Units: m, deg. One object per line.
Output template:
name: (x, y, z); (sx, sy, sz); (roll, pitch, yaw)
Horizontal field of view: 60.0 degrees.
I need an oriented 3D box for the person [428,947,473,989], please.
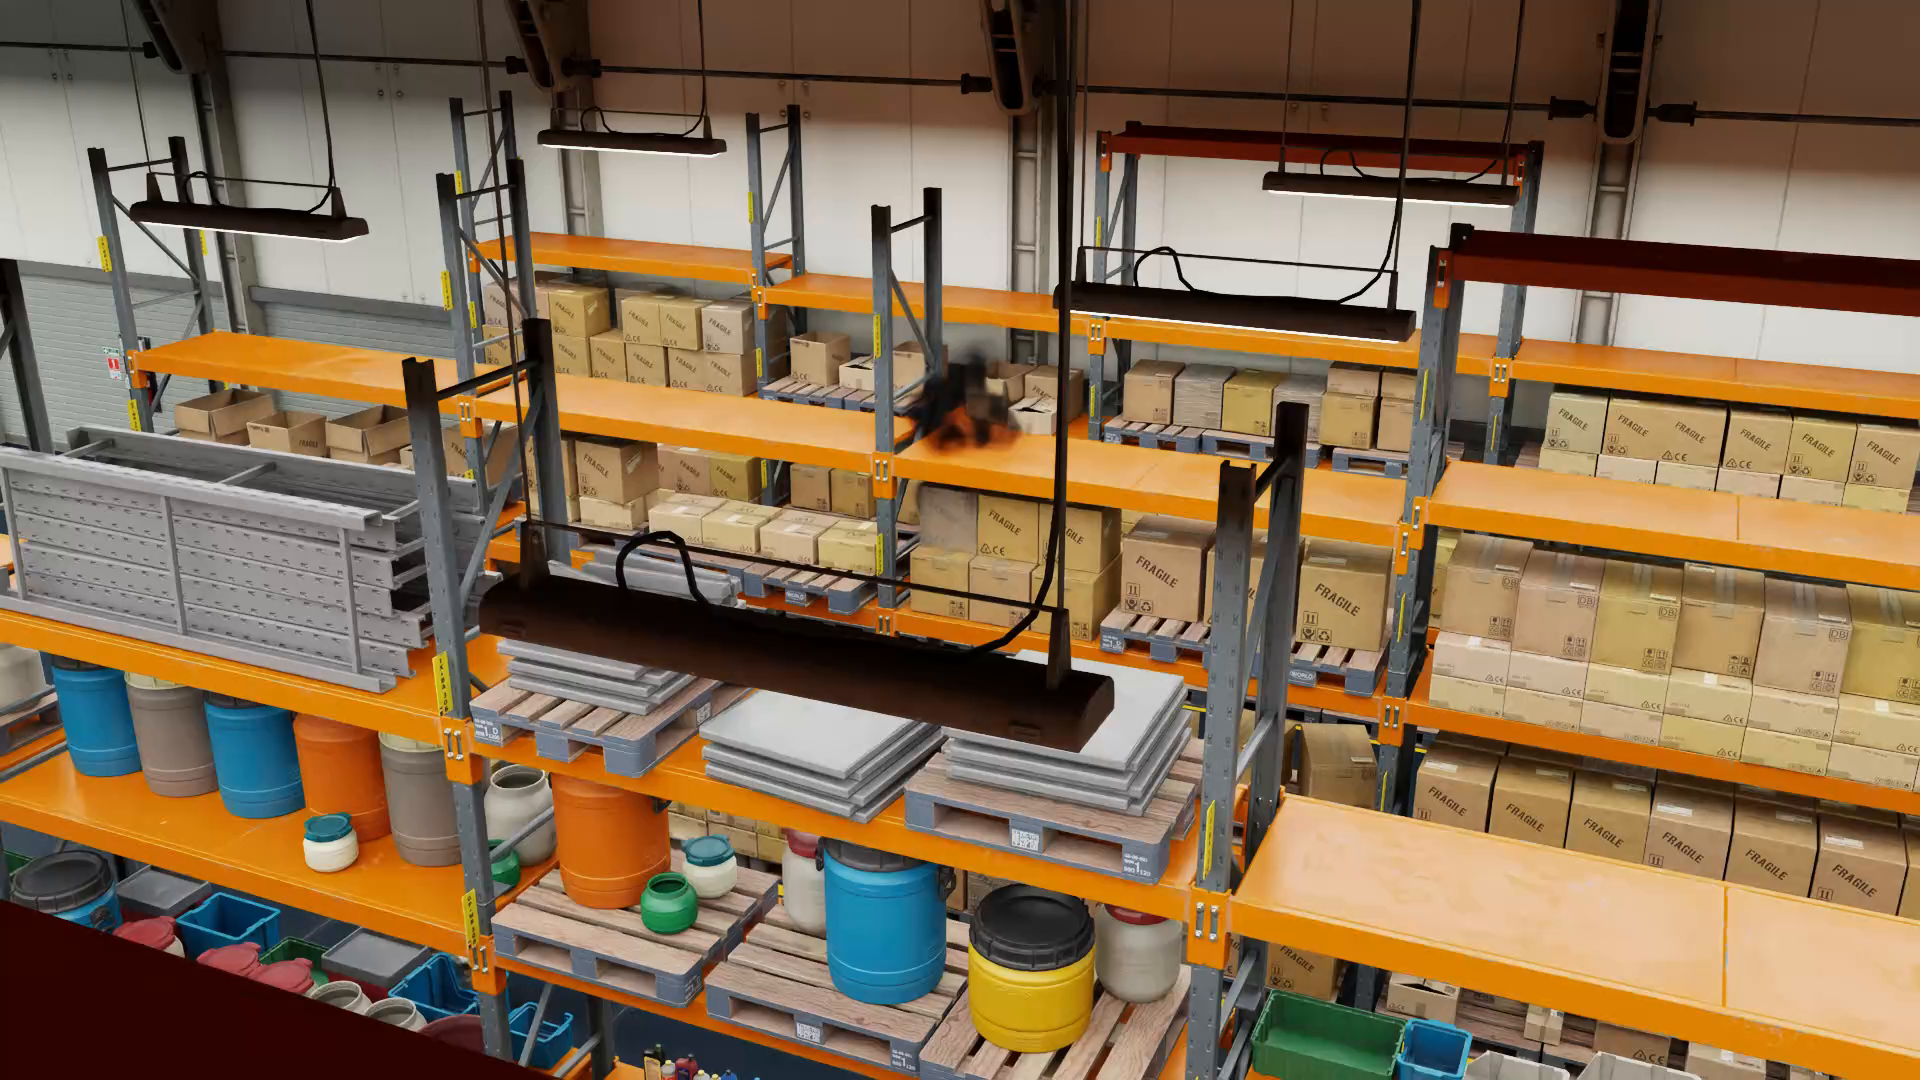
person: (-4.083, 2.709, 12.931); (0.774, 1.846, 0.643); (4, 21, 10)
